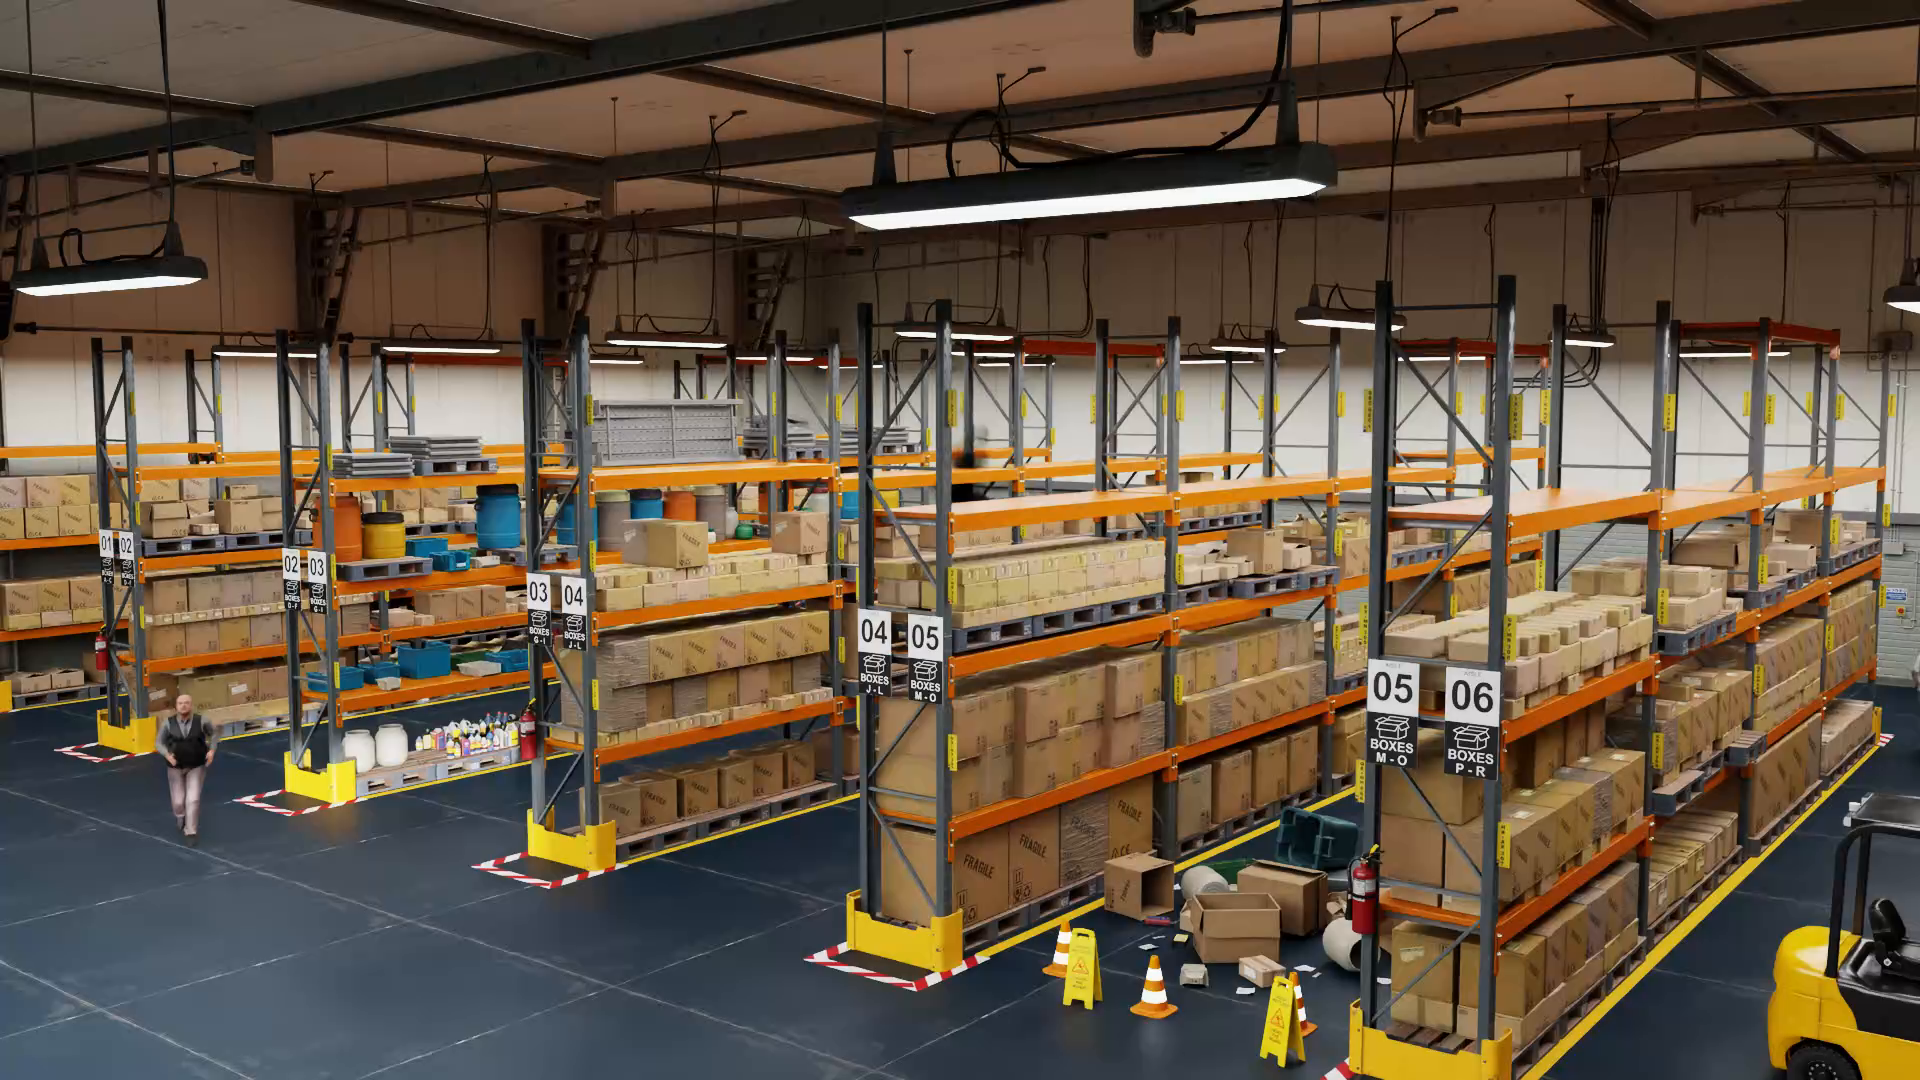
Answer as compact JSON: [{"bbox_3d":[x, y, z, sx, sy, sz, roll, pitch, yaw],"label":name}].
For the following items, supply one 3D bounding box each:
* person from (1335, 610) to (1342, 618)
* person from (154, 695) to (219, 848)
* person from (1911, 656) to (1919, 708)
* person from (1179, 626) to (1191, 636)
[{"bbox_3d":[6.098,1.989,26.893,0.650,1.723,0.855,5,7,42],"label":"person"},{"bbox_3d":[-8.965,2.643,19.314,0.685,1.724,0.771,-2,5,-23],"label":"person"},{"bbox_3d":[14.047,2.206,23.960,0.658,1.757,0.920,2,5,23],"label":"person"},{"bbox_3d":[3.312,1.927,25.409,0.540,1.611,0.507,4,6,38],"label":"person"}]
